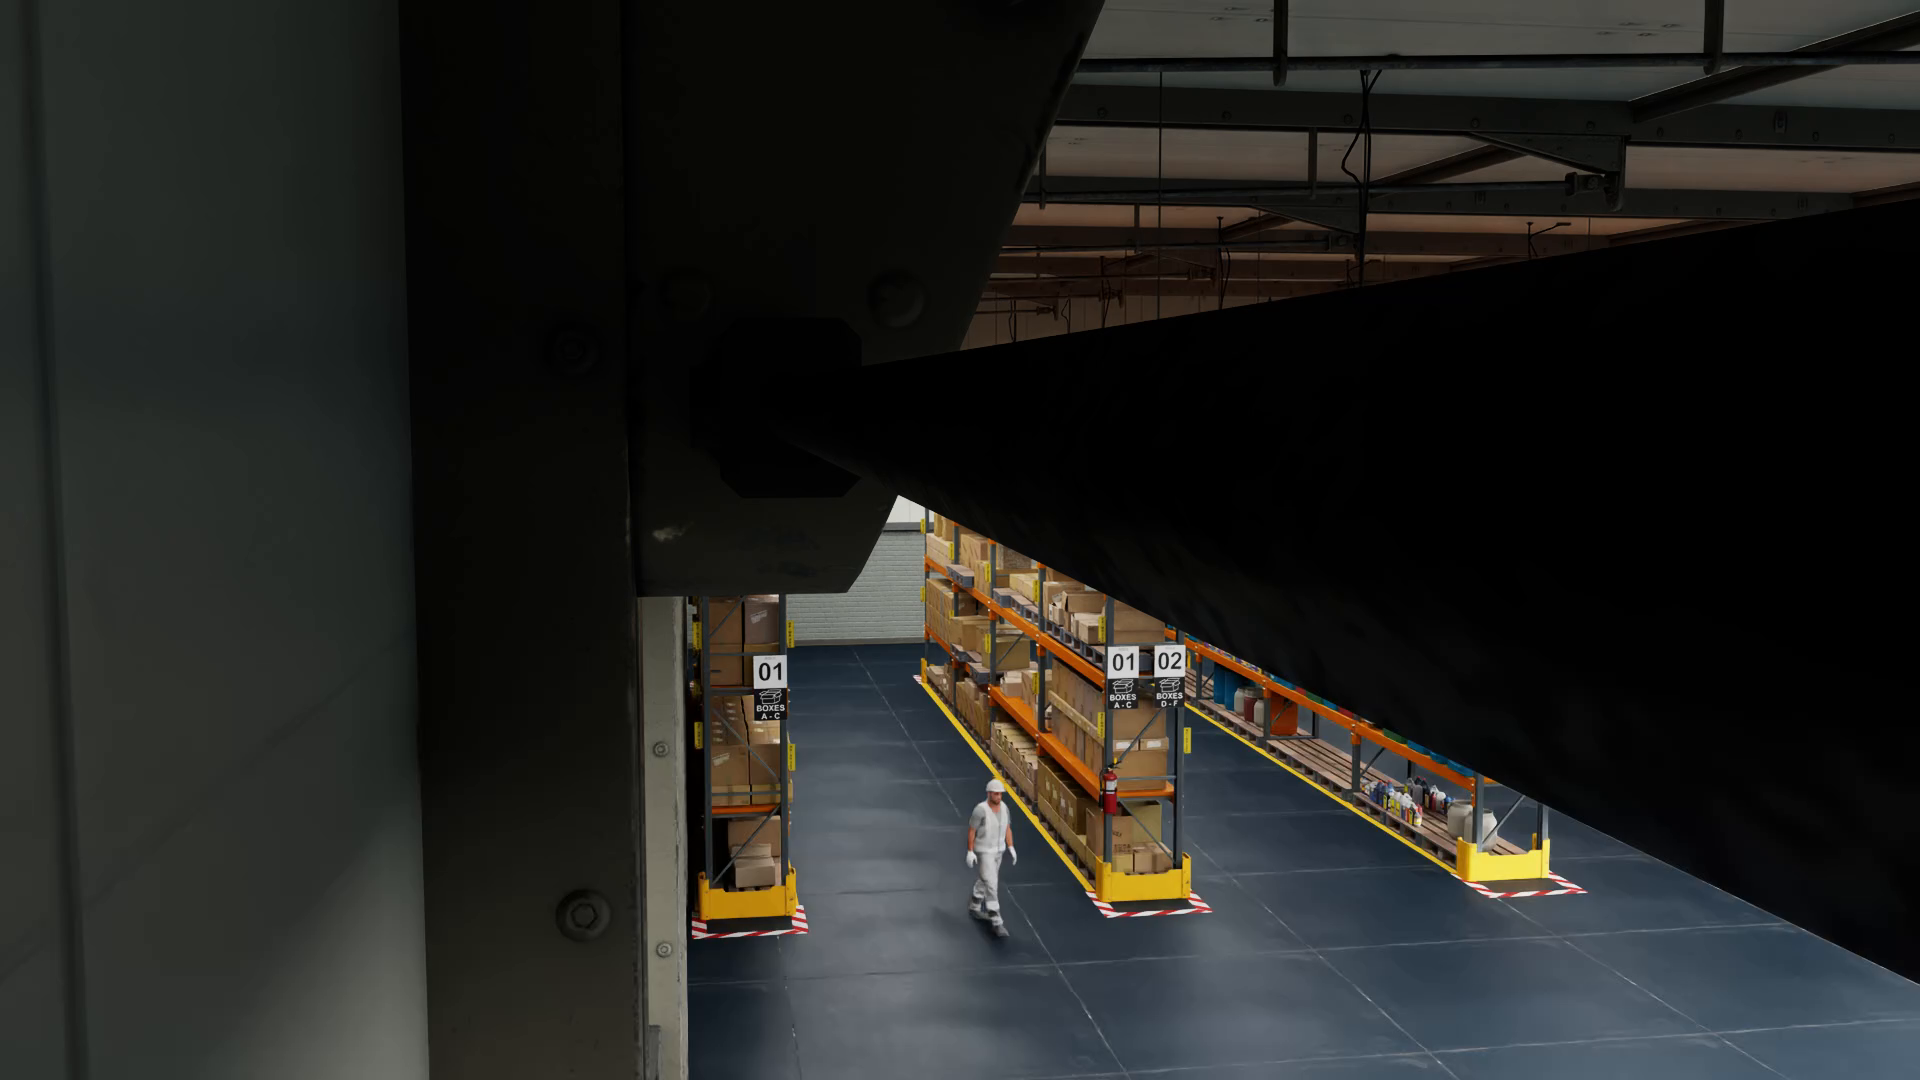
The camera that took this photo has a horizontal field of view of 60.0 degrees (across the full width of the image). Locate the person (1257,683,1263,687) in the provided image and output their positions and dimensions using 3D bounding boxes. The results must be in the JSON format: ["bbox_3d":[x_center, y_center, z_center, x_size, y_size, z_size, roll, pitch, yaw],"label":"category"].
[{"bbox_3d":[6.346,2.405,34.734,0.627,1.792,0.625,-1,5,-13],"label":"person"}]

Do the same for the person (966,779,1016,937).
[{"bbox_3d":[0.394,3.708,19.703,0.898,1.756,0.563,5,7,44],"label":"person"}]
